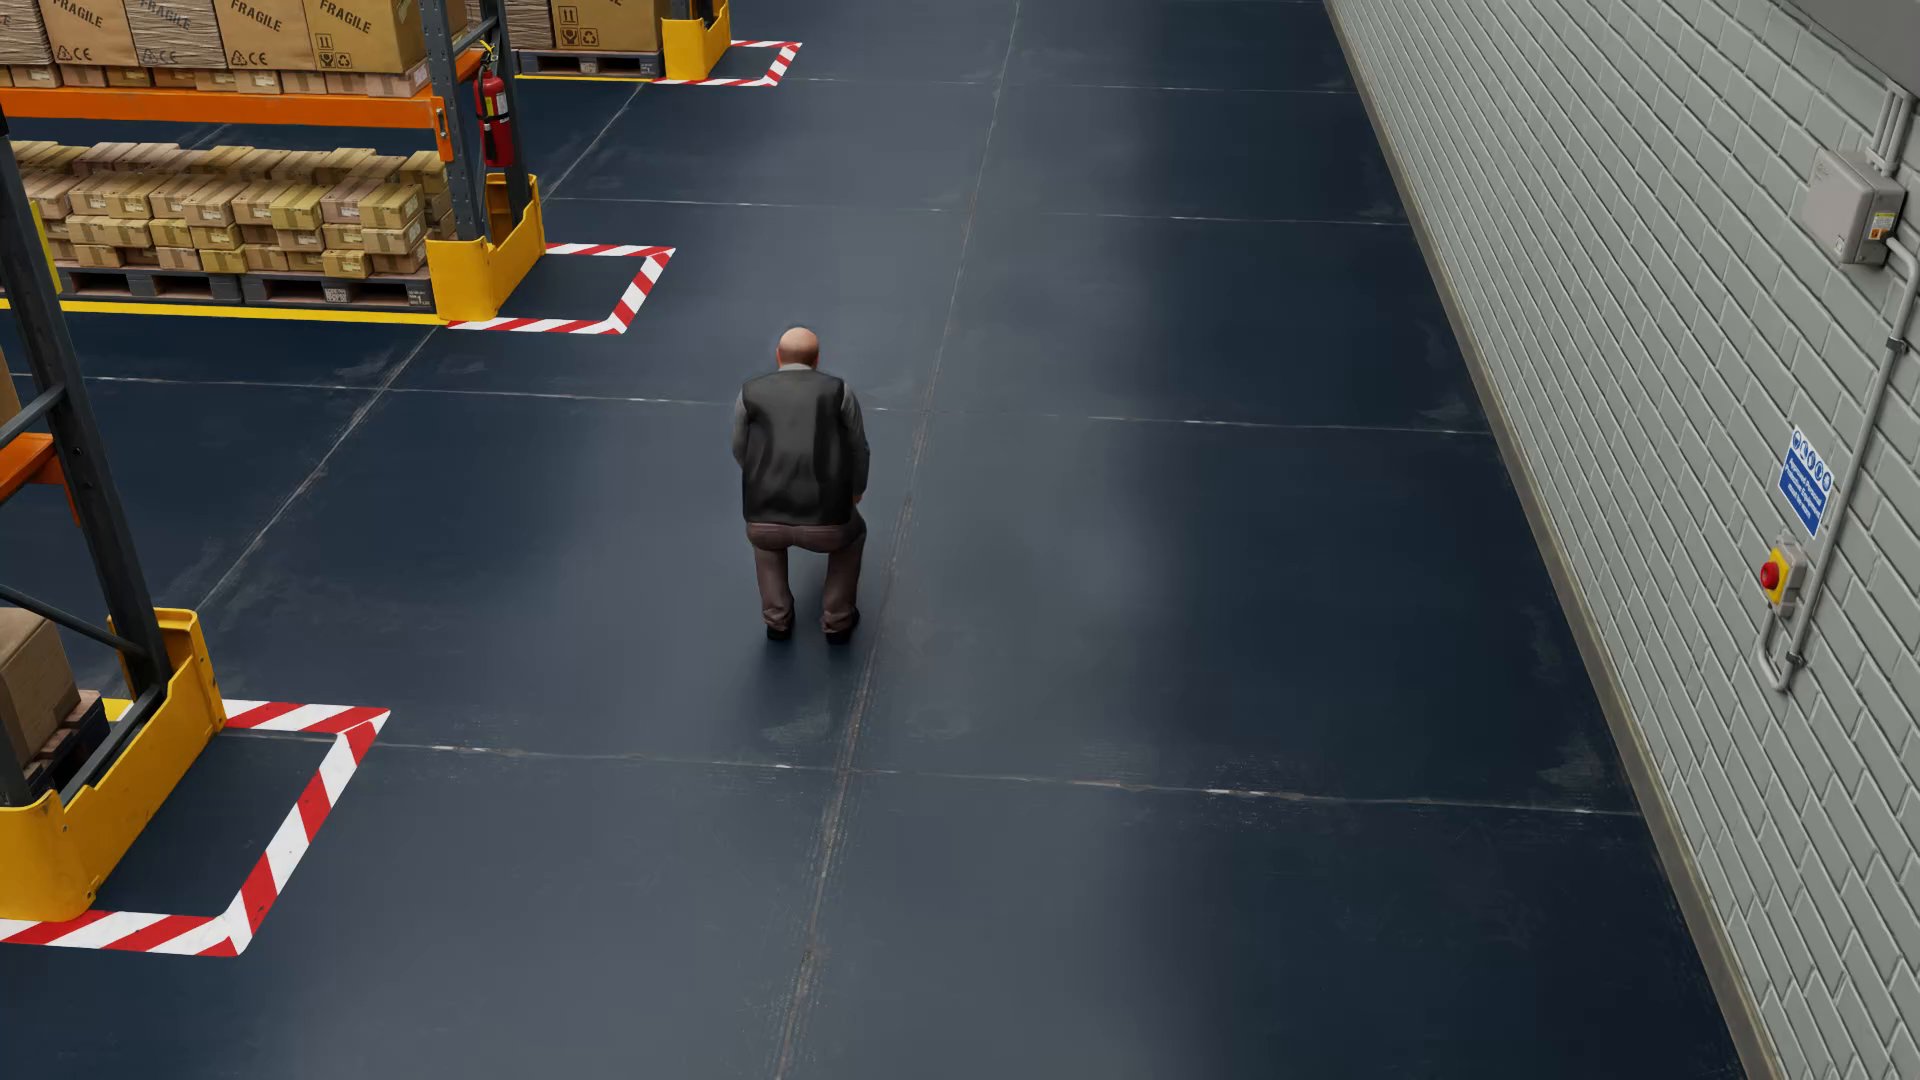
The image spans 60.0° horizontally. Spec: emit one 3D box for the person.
[{"bbox_3d":[-0.681,-0.197,6.945,0.583,1.232,0.772,2,32,4],"label":"person"}]
